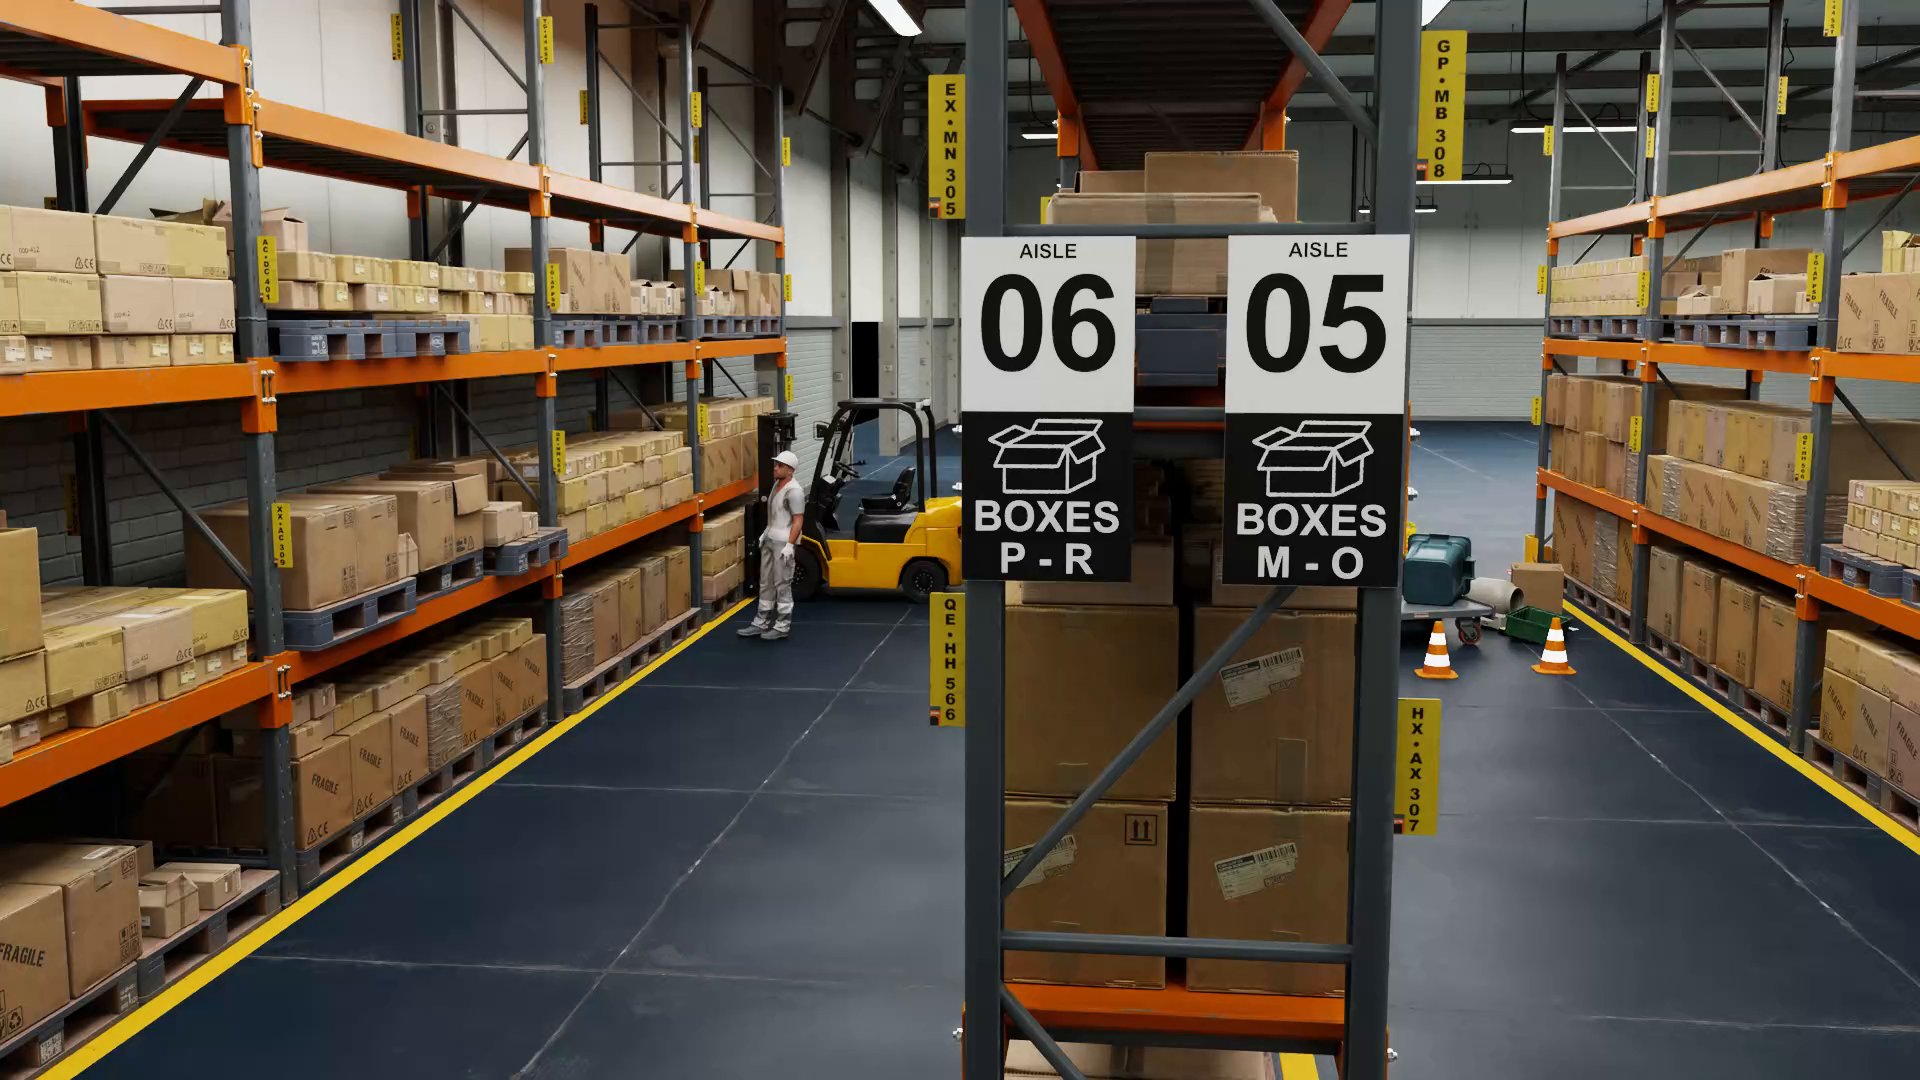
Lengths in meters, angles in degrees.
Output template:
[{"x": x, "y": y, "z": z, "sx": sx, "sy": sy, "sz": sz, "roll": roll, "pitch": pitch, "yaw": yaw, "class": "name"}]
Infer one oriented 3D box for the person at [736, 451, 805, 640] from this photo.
[{"x": -1.774, "y": 0.050, "z": 15.742, "sx": 0.566, "sy": 1.787, "sz": 0.637, "roll": -4, "pitch": 9, "yaw": -30, "class": "person"}]
